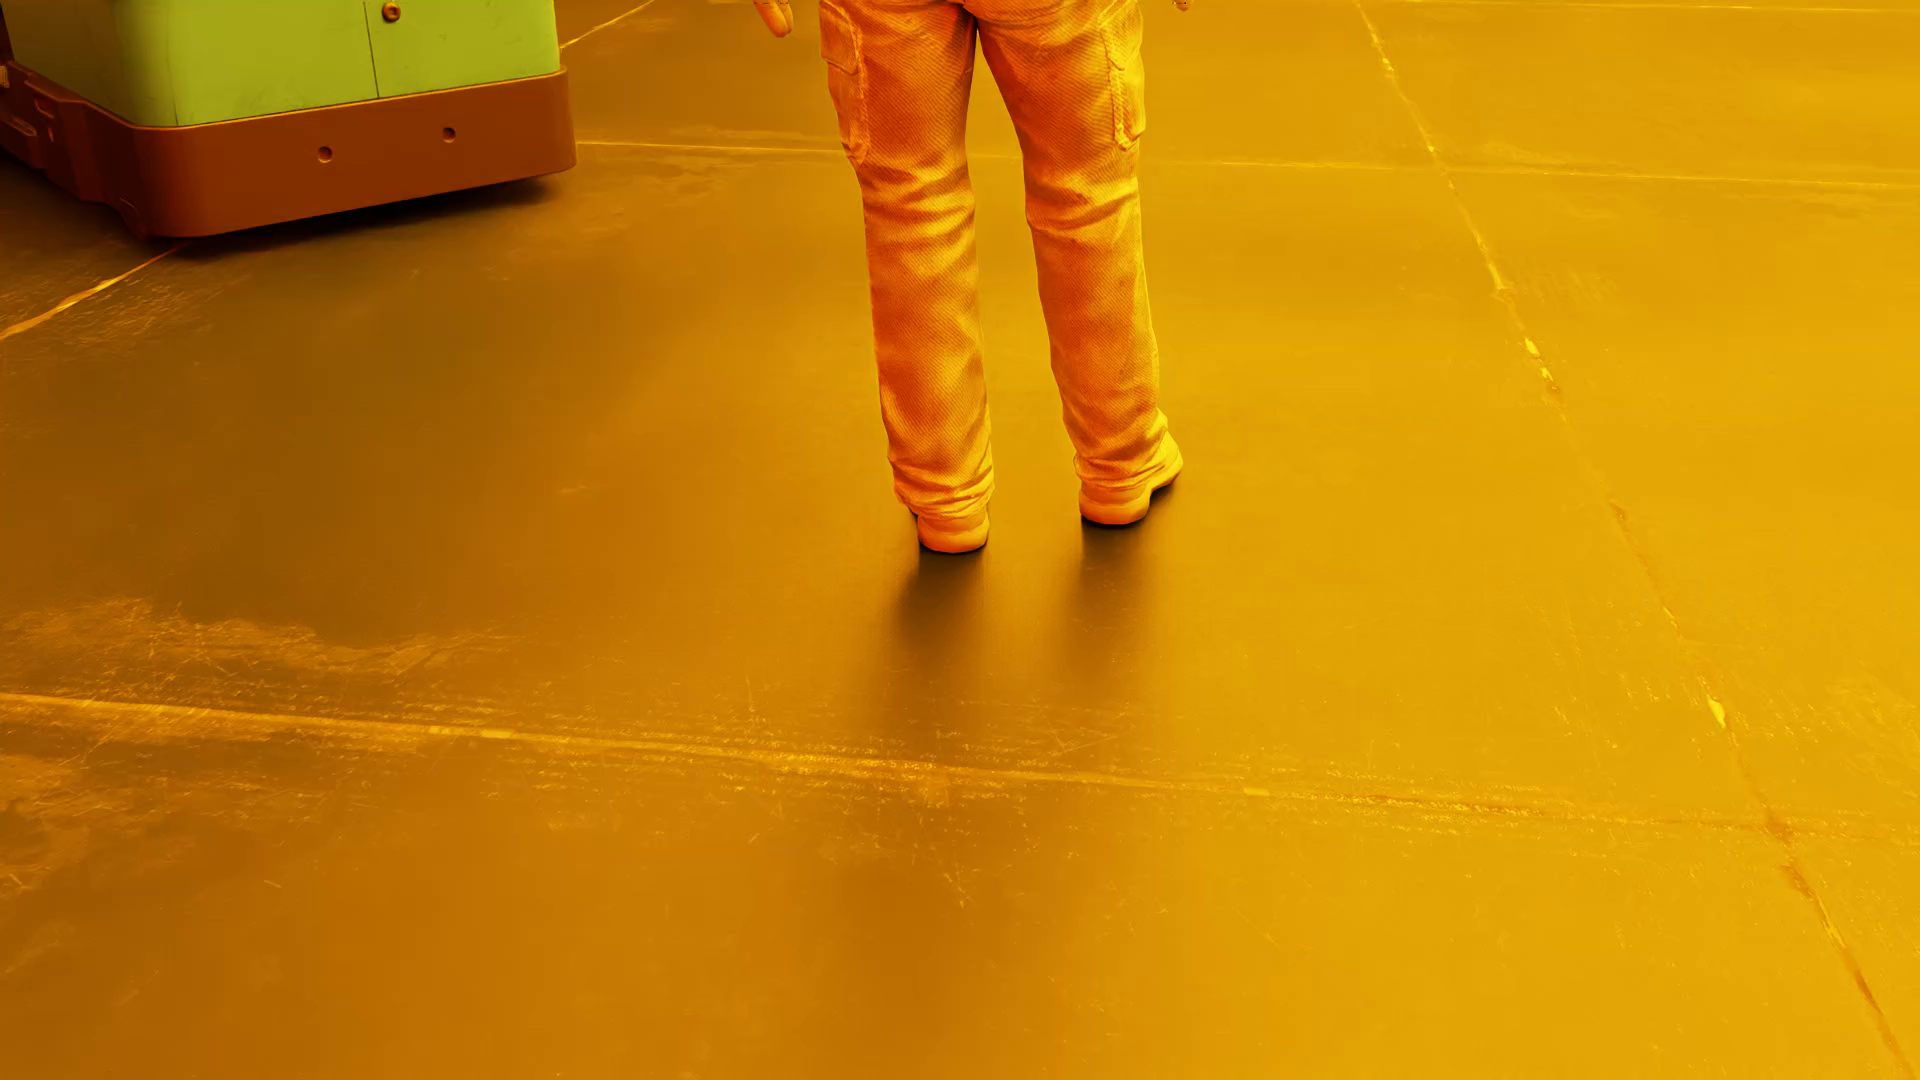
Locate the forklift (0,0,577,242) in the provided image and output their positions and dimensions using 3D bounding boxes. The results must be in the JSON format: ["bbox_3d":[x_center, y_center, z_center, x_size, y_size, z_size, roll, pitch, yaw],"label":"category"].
[{"bbox_3d":[-2.330,-2.559,4.347,1.130,2.935,3.031,-21,33,-36],"label":"forklift"}]

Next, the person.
[{"bbox_3d":[0.017,-0.833,2.164,0.656,1.779,0.574,3,27,7],"label":"person"}]
